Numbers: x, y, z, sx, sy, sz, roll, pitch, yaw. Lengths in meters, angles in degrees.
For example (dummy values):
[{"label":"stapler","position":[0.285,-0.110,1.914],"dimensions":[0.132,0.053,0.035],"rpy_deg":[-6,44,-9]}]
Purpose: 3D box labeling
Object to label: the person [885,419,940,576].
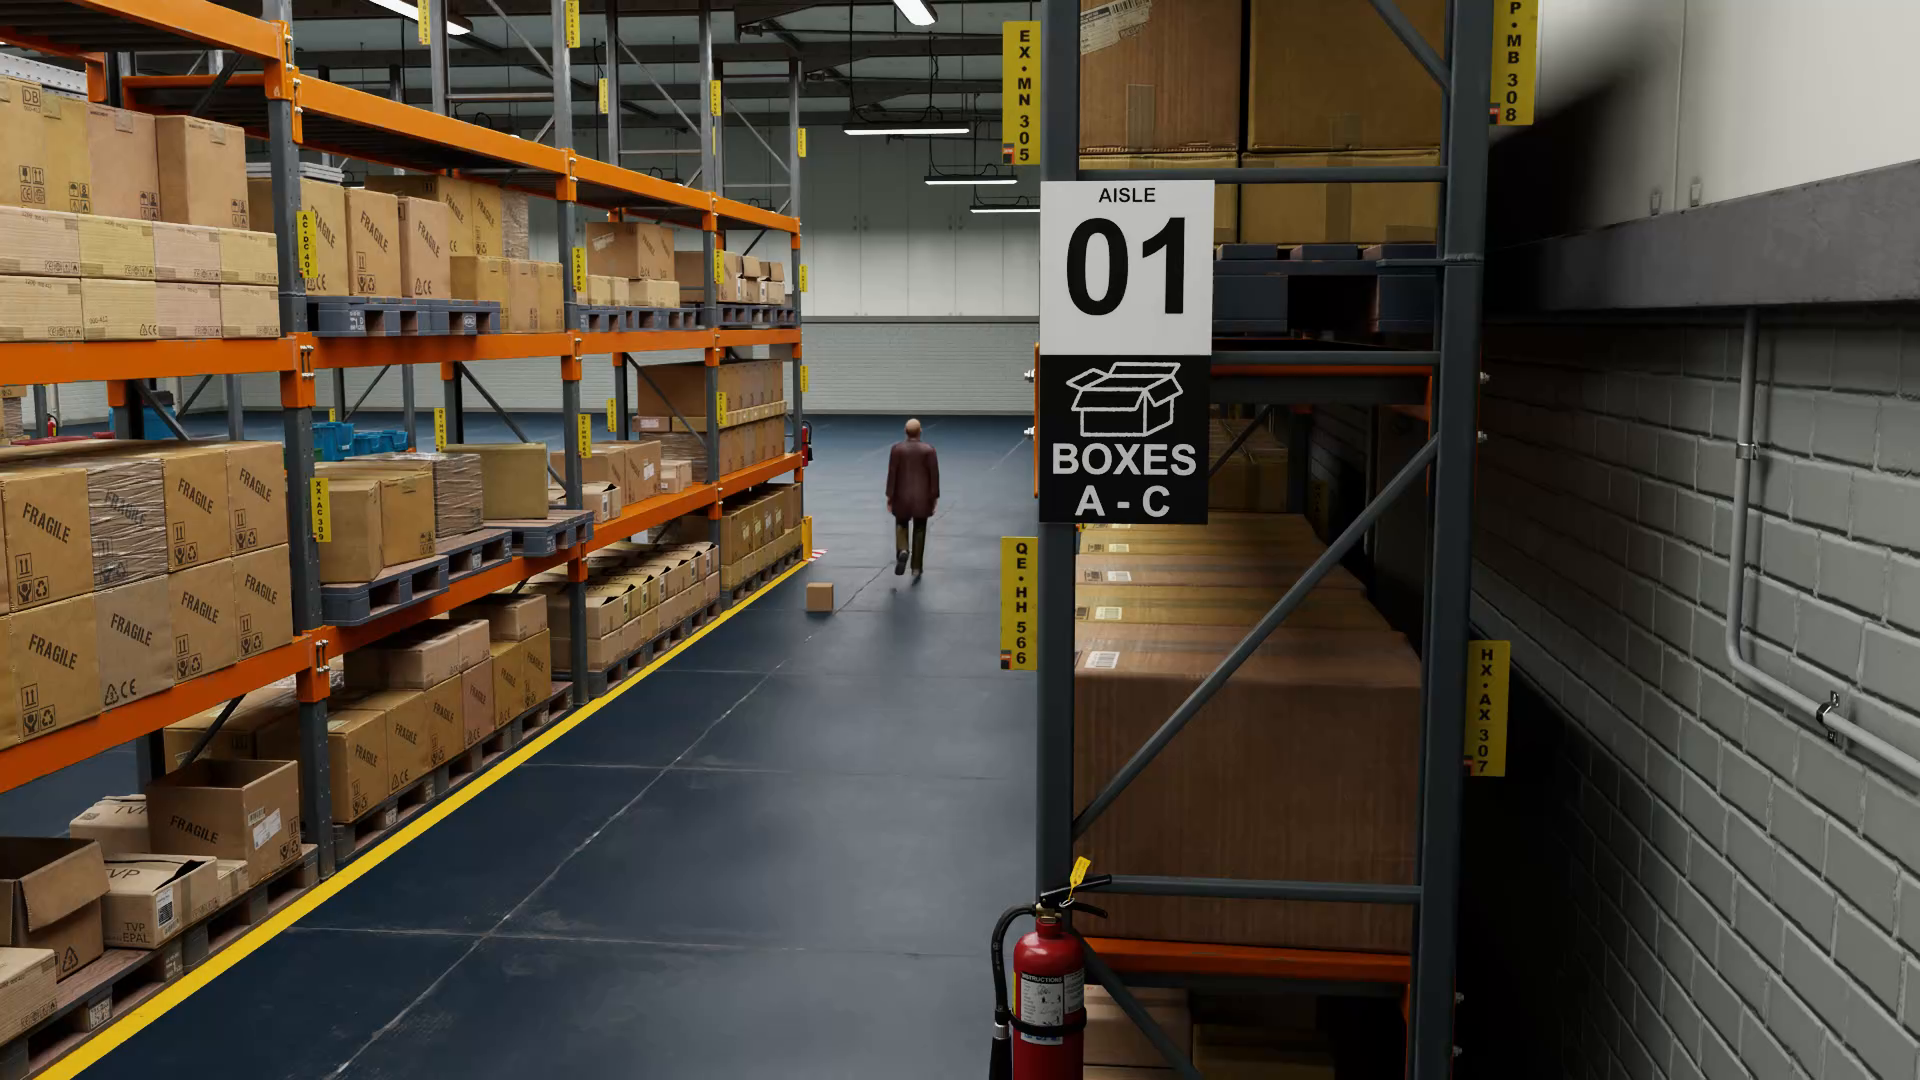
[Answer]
[{"label":"person","position":[-0.533,-0.483,18.832],"dimensions":[0.613,1.782,0.514],"rpy_deg":[1,7,5]}]
